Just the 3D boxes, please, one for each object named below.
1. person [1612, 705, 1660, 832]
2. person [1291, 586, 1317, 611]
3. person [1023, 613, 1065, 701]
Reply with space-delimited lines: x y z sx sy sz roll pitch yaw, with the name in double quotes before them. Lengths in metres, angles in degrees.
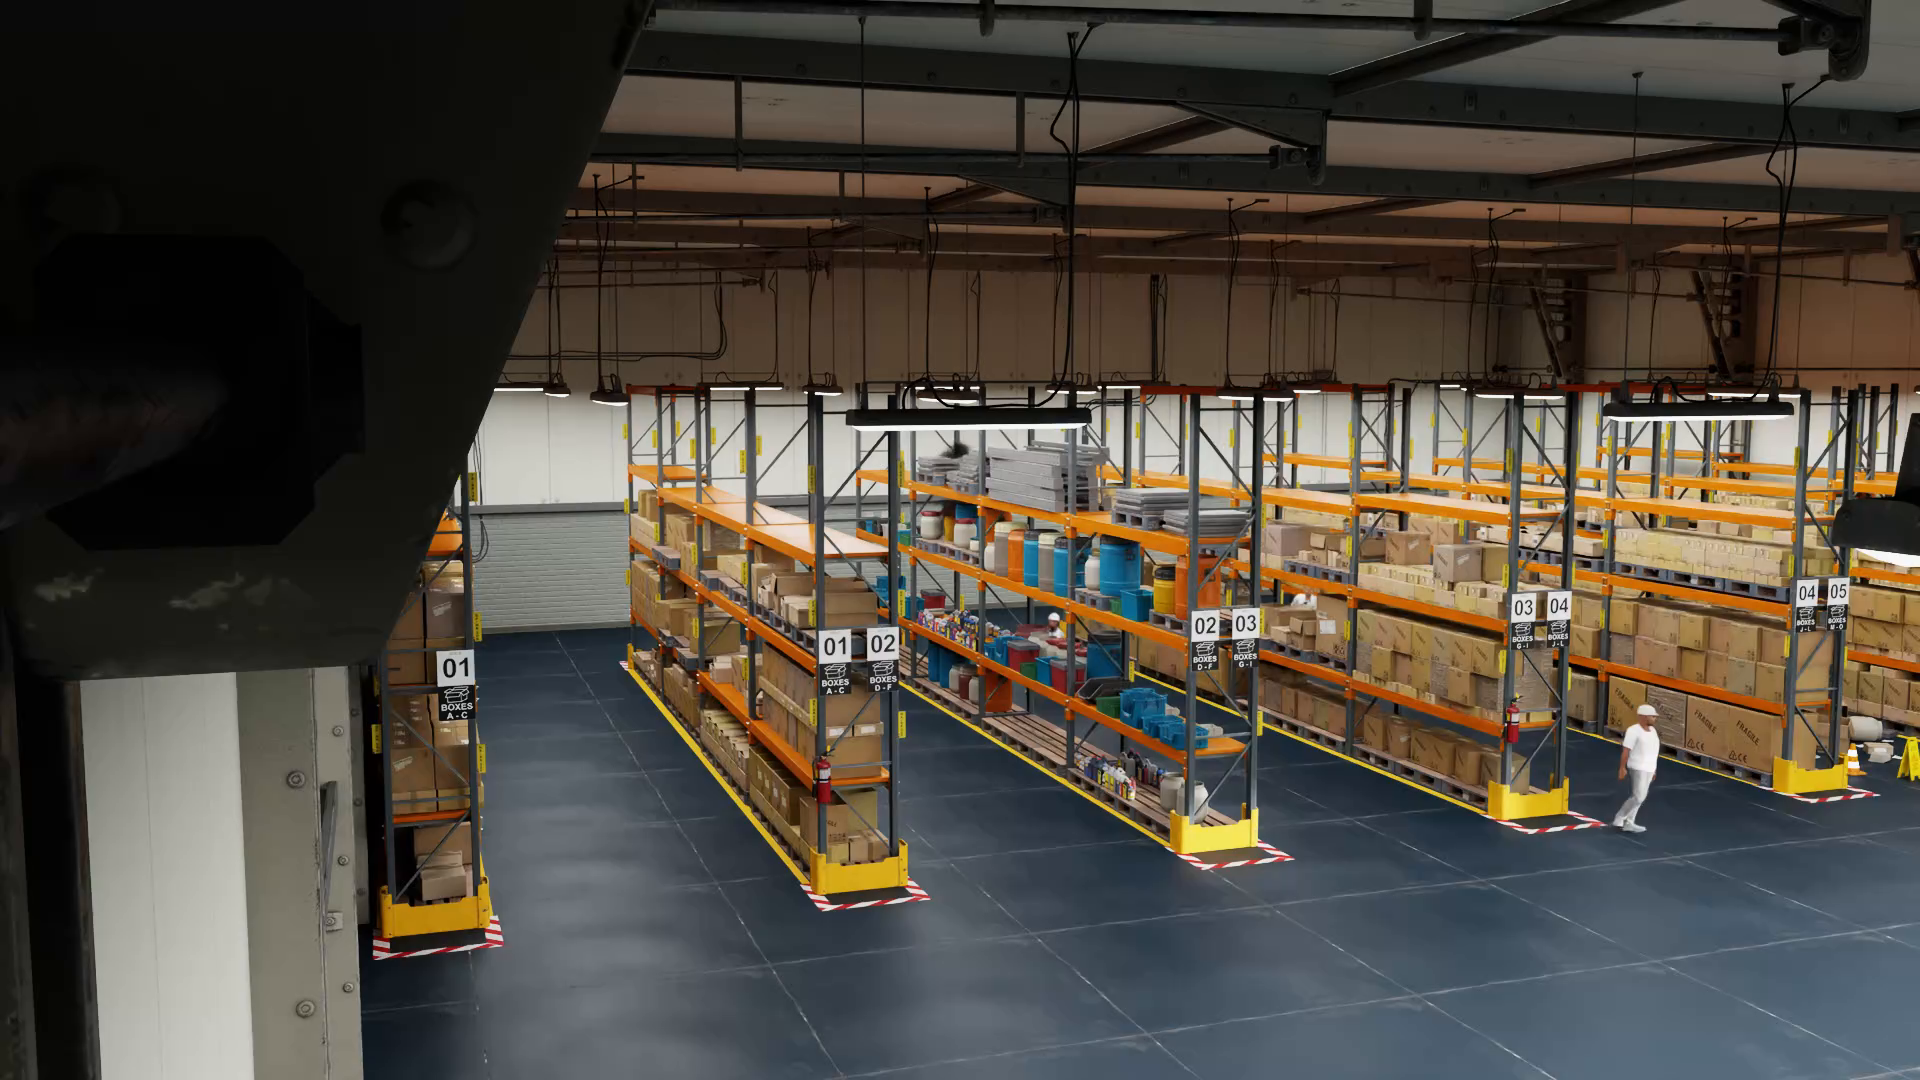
"person" 9.226 3.112 22.672 0.674 1.750 0.455 -5 8 -38
"person" 7.411 1.780 35.712 0.687 1.718 0.723 0 6 0
"person" 1.629 2.216 31.788 0.855 1.692 0.749 0 6 2
